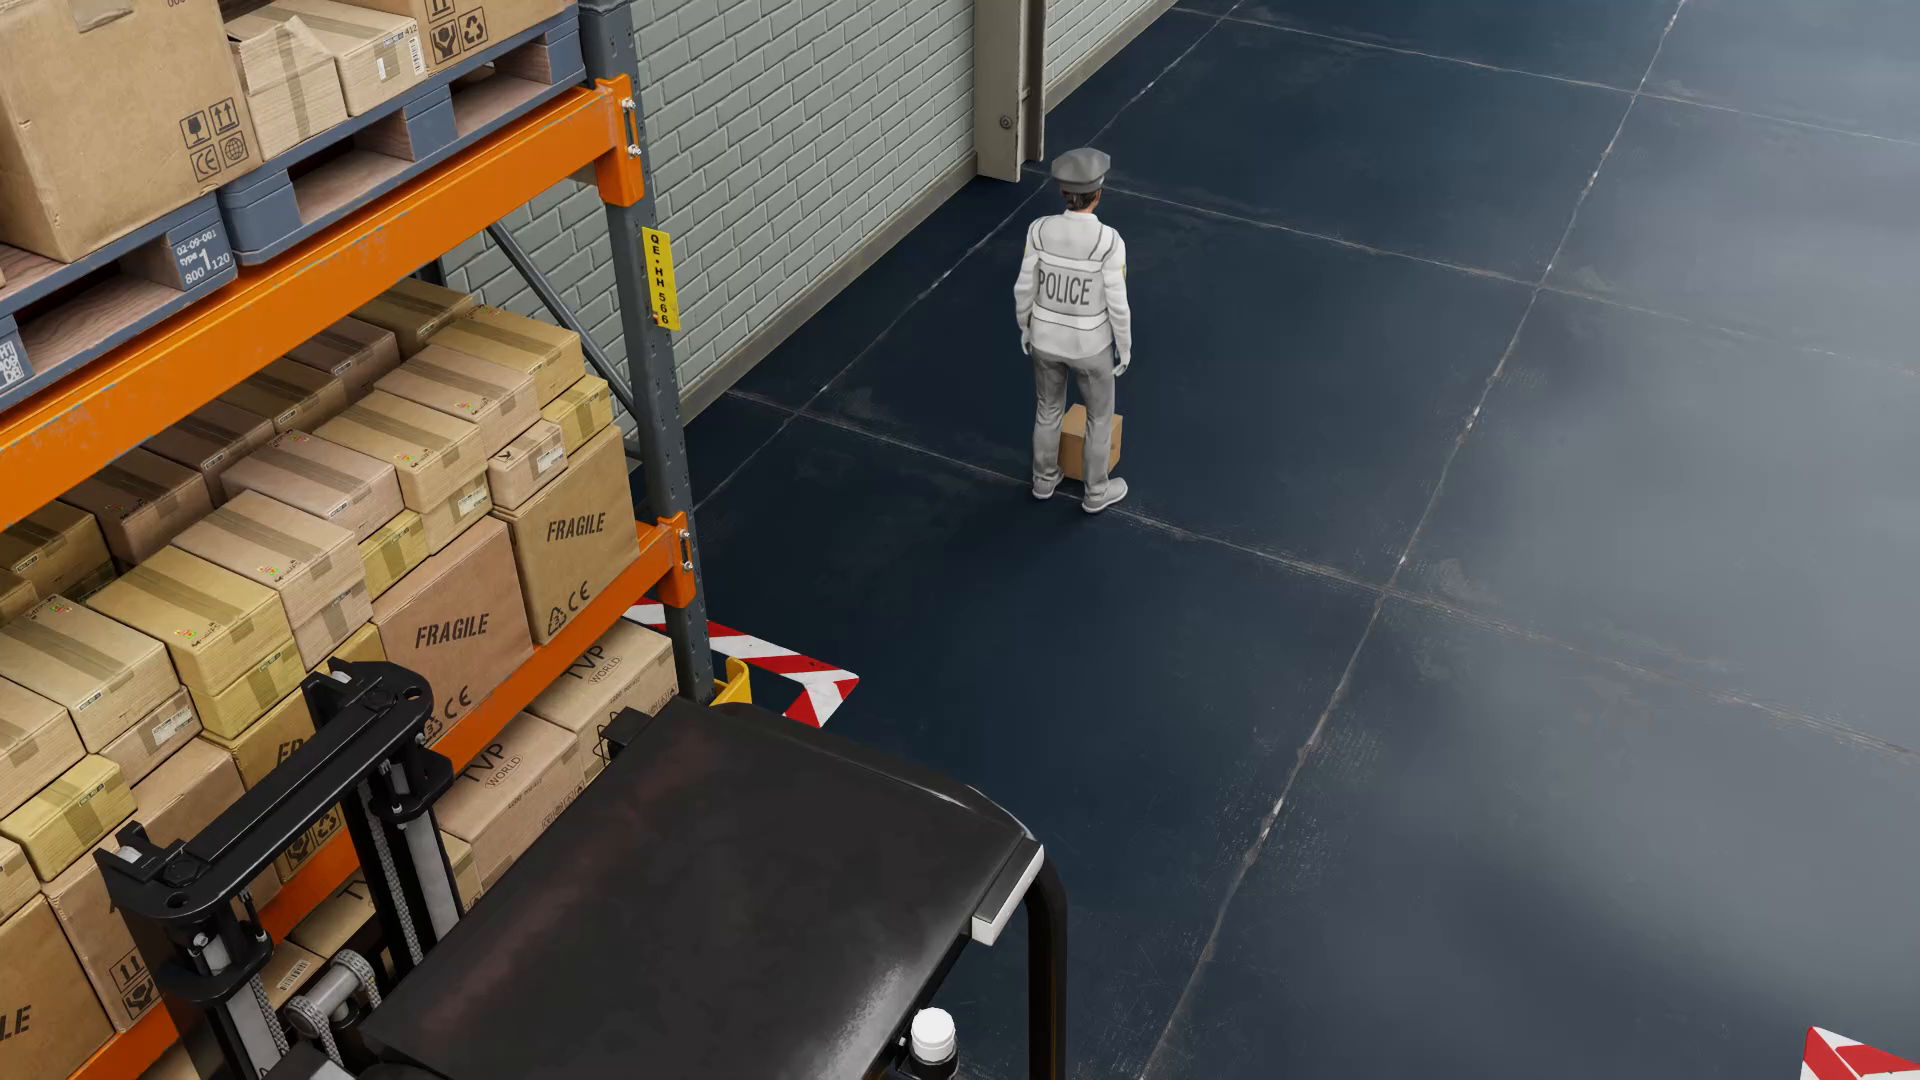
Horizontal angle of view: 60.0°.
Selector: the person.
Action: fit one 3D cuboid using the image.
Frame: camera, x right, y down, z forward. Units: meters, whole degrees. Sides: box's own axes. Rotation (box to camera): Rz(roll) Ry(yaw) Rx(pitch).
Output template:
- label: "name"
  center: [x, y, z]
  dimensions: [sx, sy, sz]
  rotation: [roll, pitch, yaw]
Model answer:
- label: "person"
  center: [0.495, -0.871, 7.258]
  dimensions: [0.526, 1.662, 0.374]
  rotation: [16, 41, 19]
